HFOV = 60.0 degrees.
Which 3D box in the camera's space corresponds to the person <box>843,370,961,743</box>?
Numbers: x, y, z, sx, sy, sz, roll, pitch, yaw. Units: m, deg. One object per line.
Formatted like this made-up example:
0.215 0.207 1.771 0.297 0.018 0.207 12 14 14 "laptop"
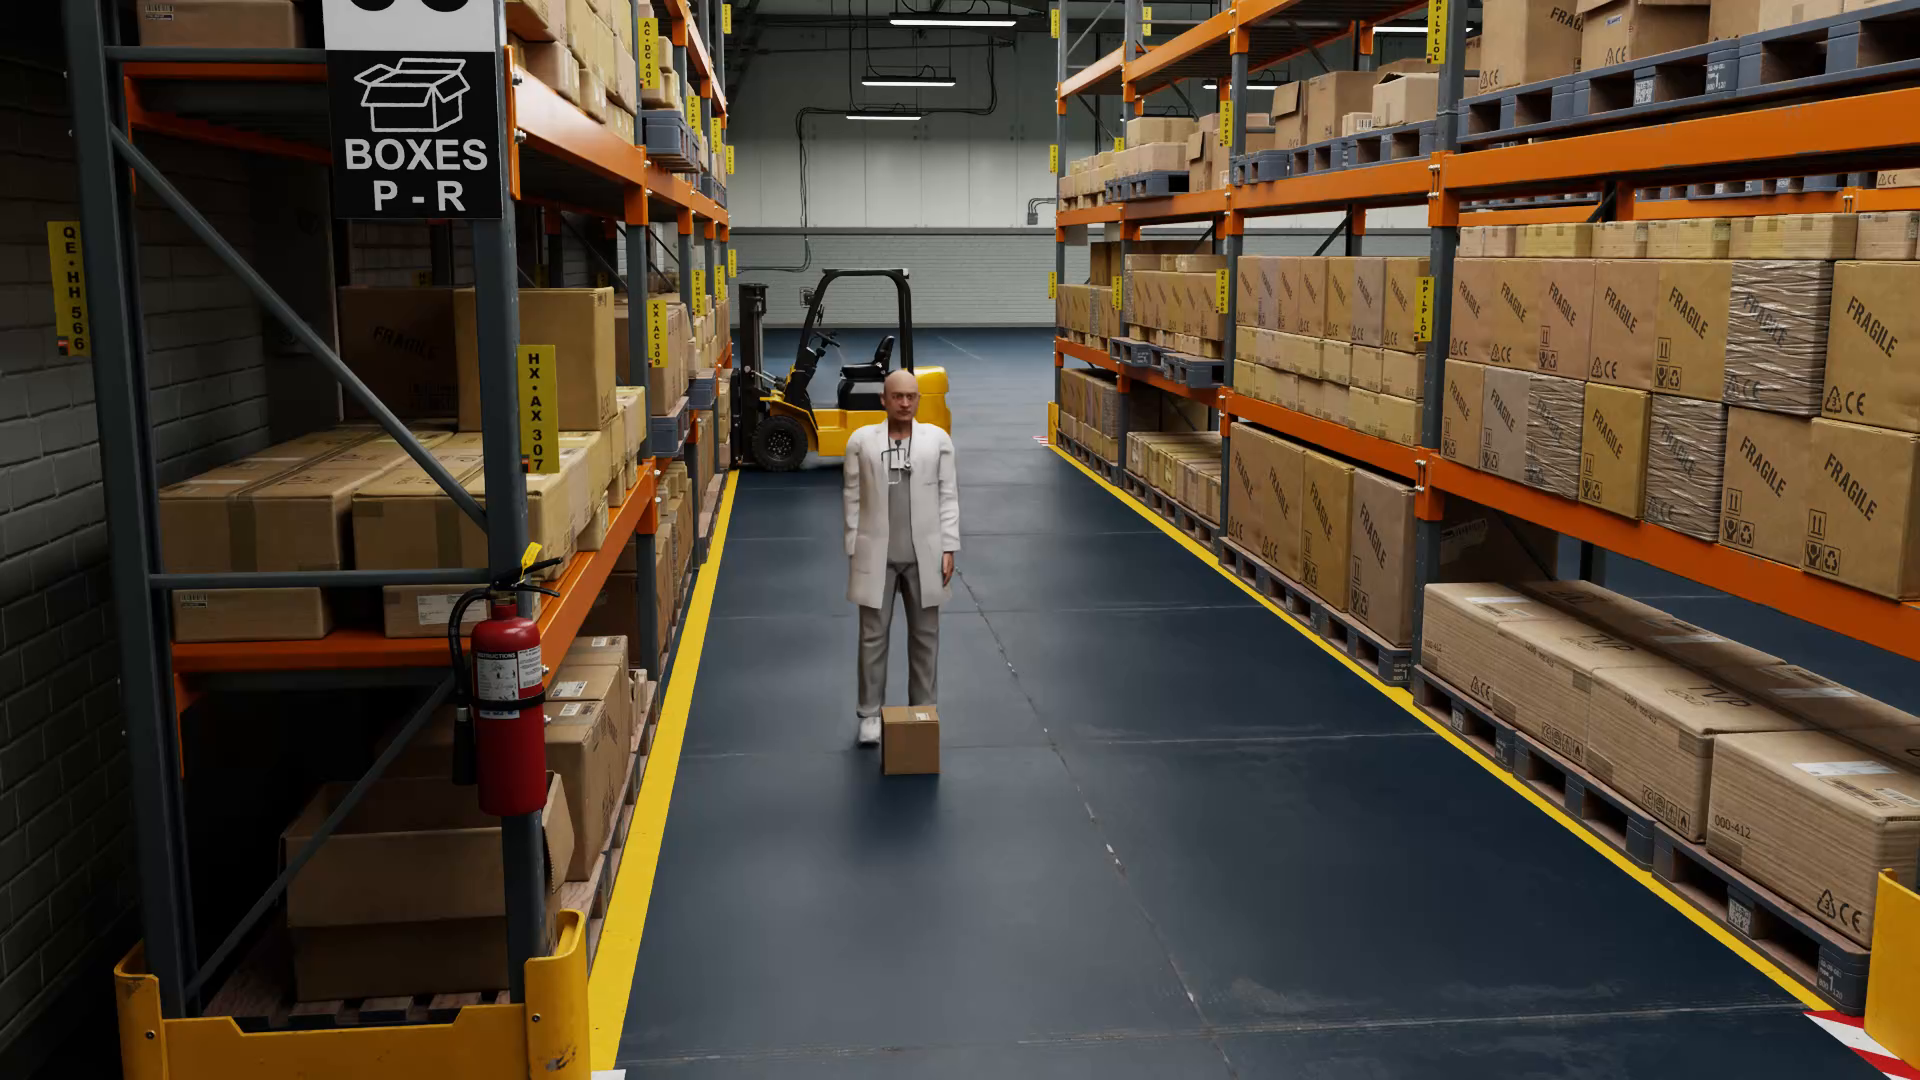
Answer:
-0.277 0.079 7.990 0.562 1.779 0.388 -1 10 -5 "person"
